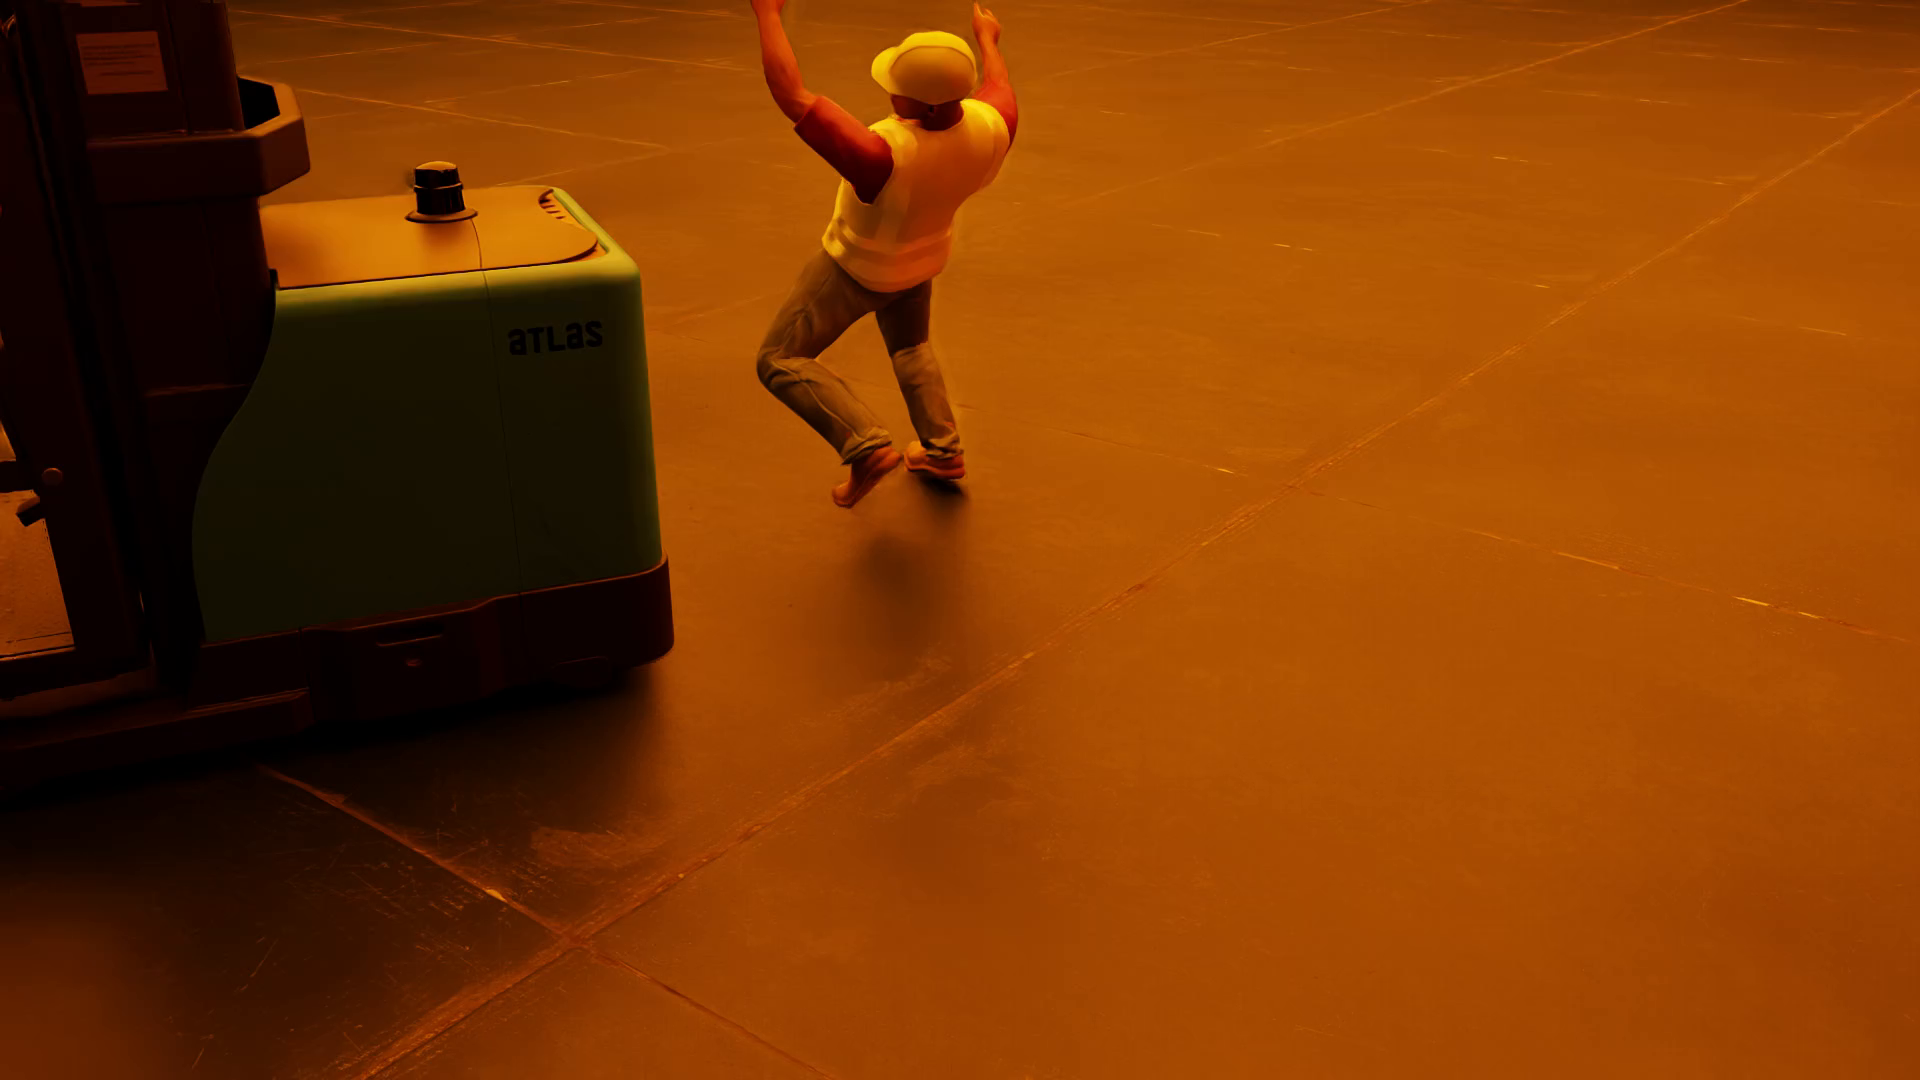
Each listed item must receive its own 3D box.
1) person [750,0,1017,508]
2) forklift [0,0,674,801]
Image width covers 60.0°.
[{"bbox_3d":[-0.083,-0.948,5.117,0.702,1.622,1.090,19,30,38],"label":"person"},{"bbox_3d":[-2.293,-0.948,3.515,3.031,2.935,1.130,-9,25,-21],"label":"forklift"}]
